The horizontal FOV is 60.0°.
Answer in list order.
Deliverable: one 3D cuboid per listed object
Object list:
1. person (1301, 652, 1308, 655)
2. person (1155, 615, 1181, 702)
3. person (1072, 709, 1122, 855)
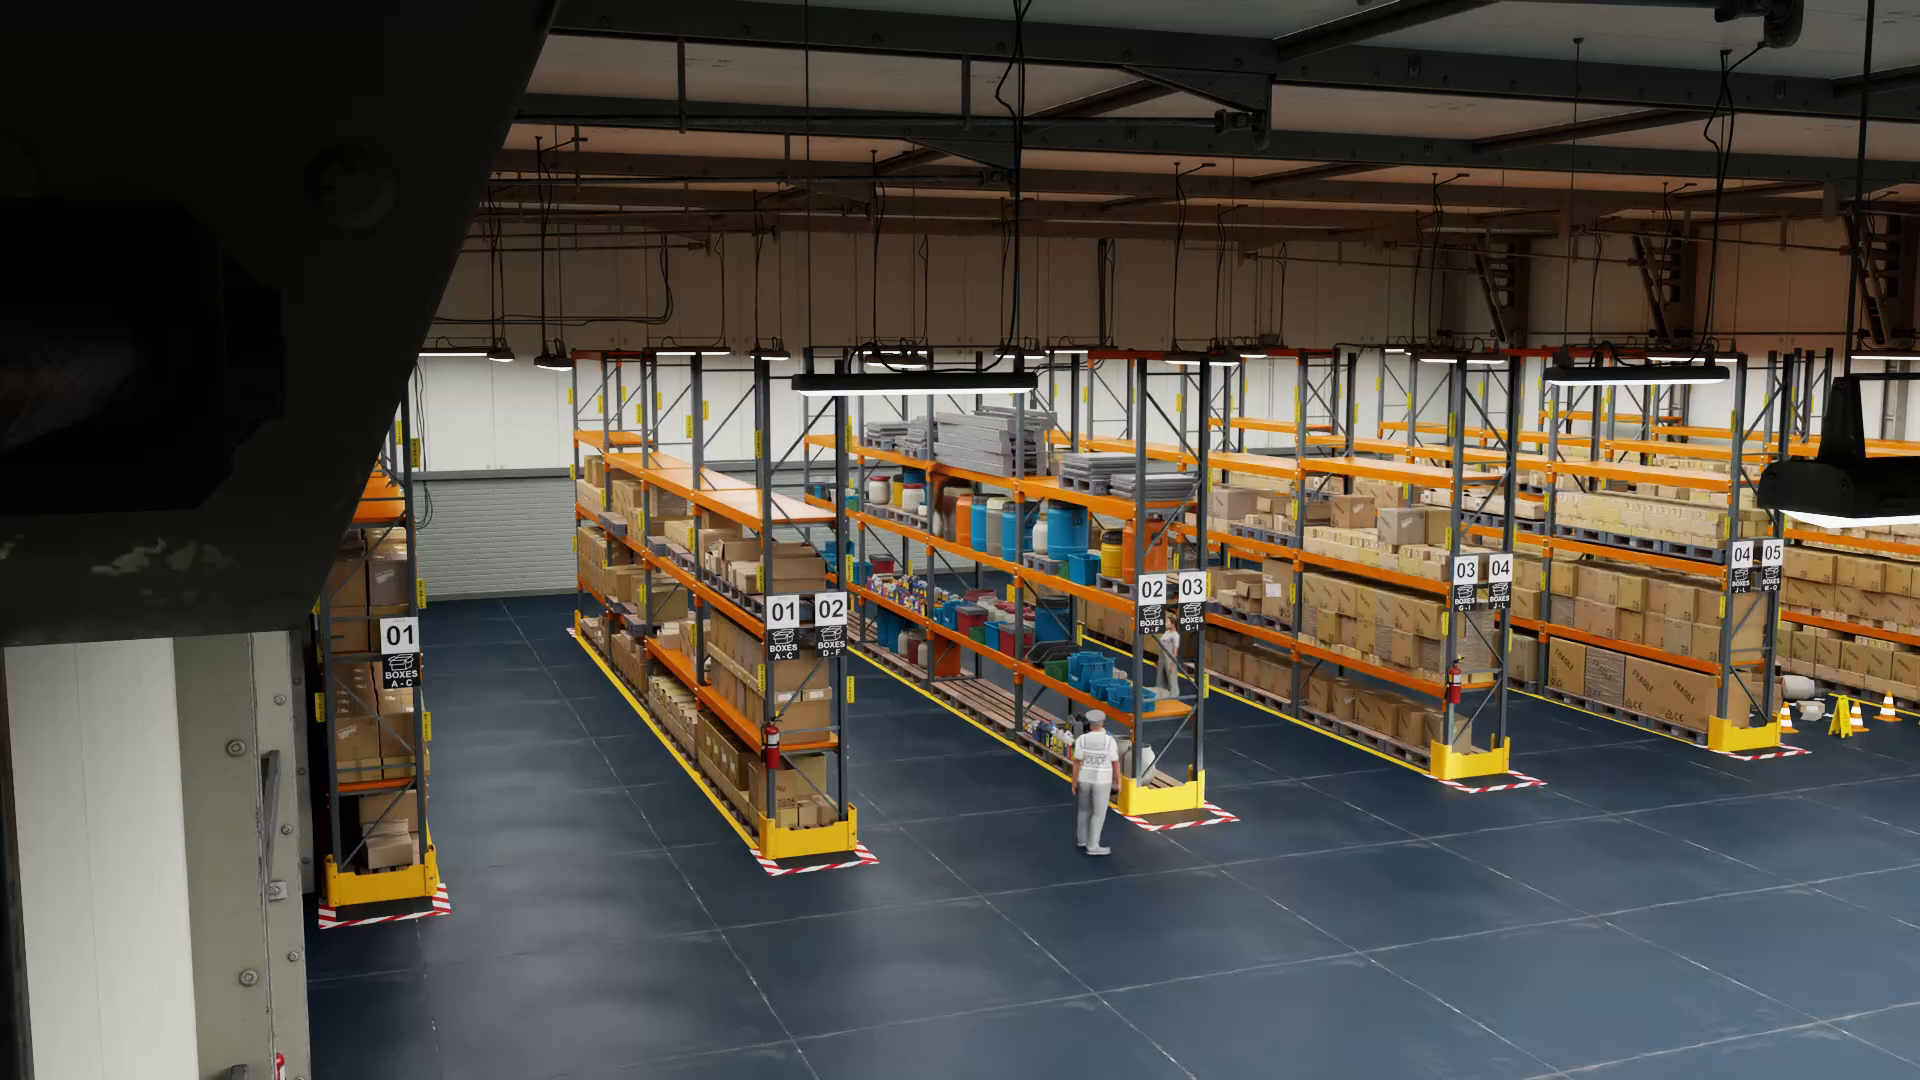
[{"bbox_3d":[6.875,1.339,33.135,0.514,1.857,0.791,-2,7,-16],"label":"person"},{"bbox_3d":[3.444,2.068,27.670,0.462,1.663,0.535,-5,9,-34],"label":"person"},{"bbox_3d":[1.672,2.947,20.334,0.634,1.770,0.555,5,9,33],"label":"person"}]
